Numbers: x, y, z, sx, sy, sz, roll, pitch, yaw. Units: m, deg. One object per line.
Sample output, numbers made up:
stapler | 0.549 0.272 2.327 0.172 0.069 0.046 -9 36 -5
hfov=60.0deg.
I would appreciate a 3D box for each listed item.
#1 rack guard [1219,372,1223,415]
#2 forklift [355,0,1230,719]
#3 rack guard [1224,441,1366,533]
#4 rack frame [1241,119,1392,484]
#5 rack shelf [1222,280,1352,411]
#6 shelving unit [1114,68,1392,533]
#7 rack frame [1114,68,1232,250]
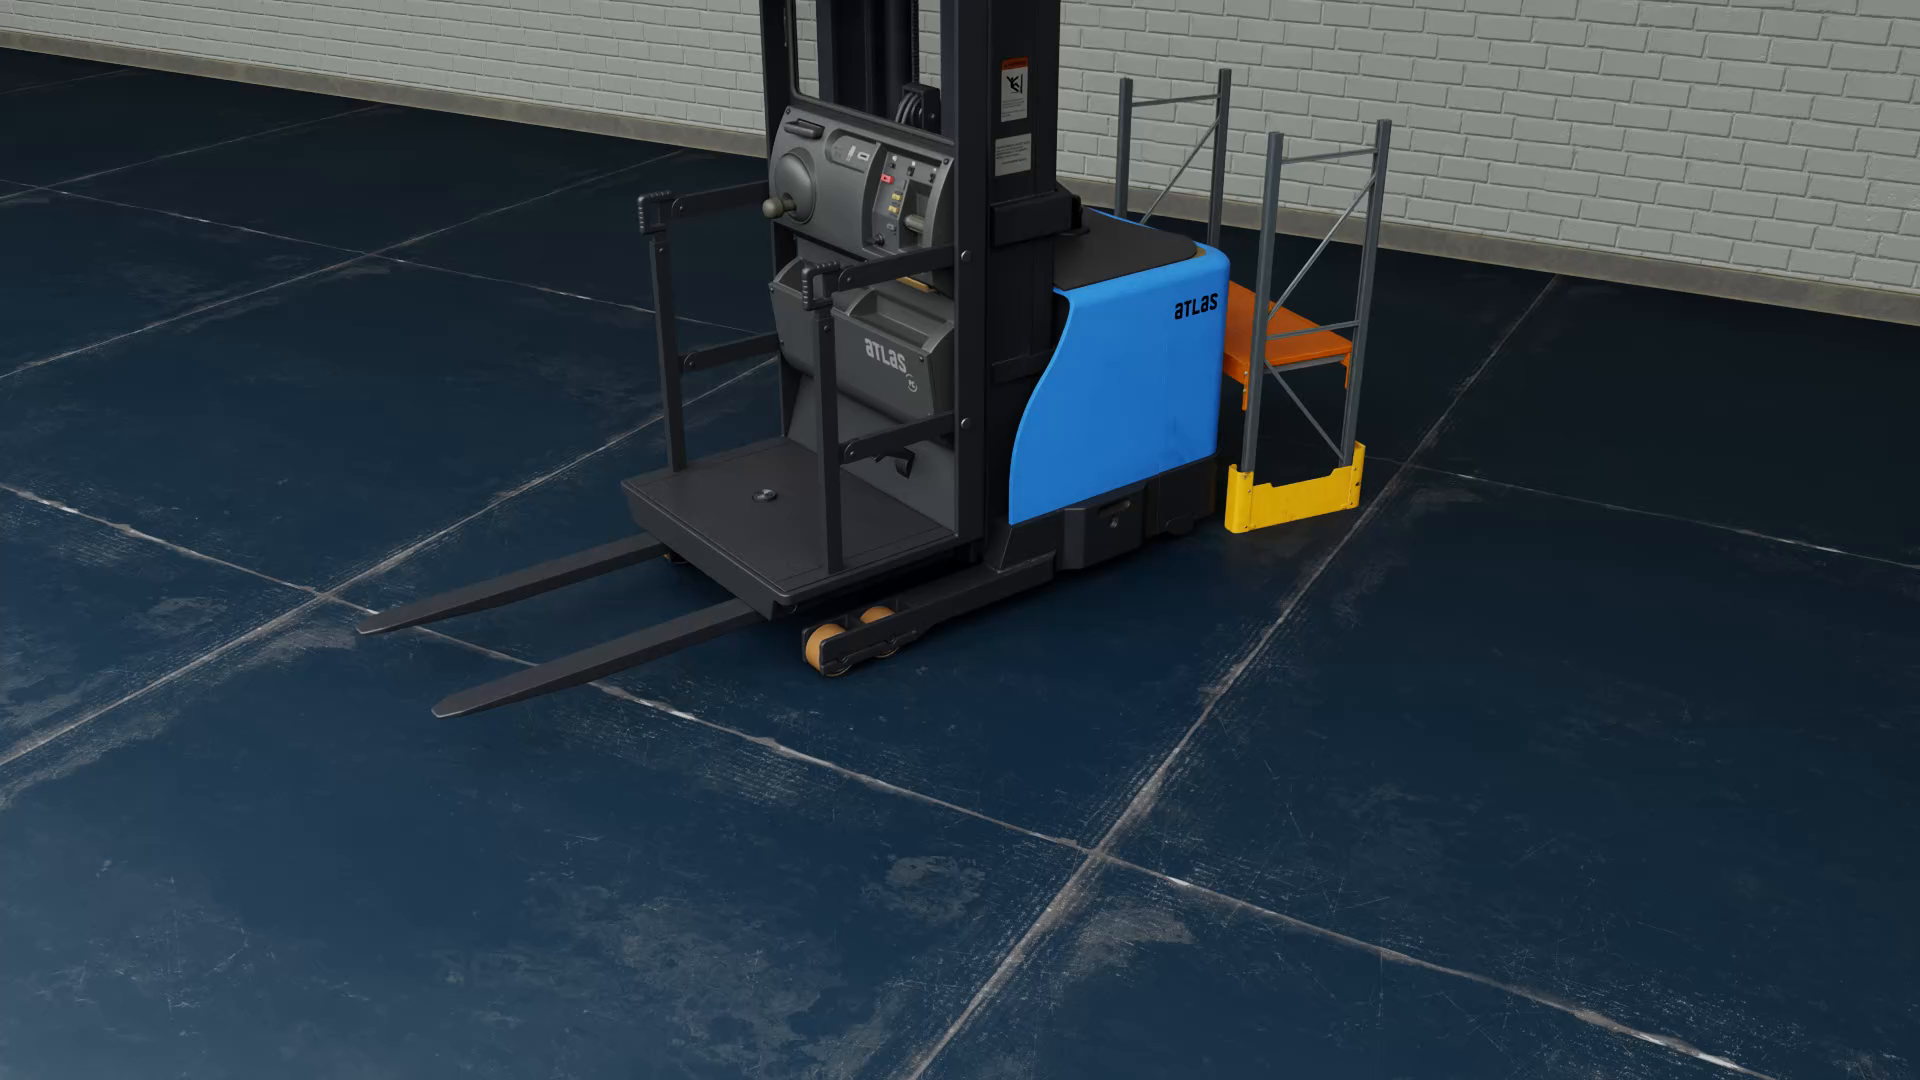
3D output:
rack guard | 0.866 -0.610 7.190 0.587 0.250 0.087 -12 29 -22
forklift | -0.497 -1.138 5.249 3.031 2.935 1.130 -19 32 -33
rack guard | 1.287 -0.206 6.382 0.587 0.250 0.087 -12 29 -22
rack frame | 1.287 -0.764 6.102 0.500 1.500 0.032 -12 29 -22
rack shelf | 1.073 -0.810 6.594 0.538 0.185 1.000 -12 29 -22
shelving unit | 1.077 -0.967 6.506 0.587 1.500 1.083 -12 29 -22
rack frame | 0.858 -1.177 6.926 0.500 1.500 0.032 -12 29 -22
